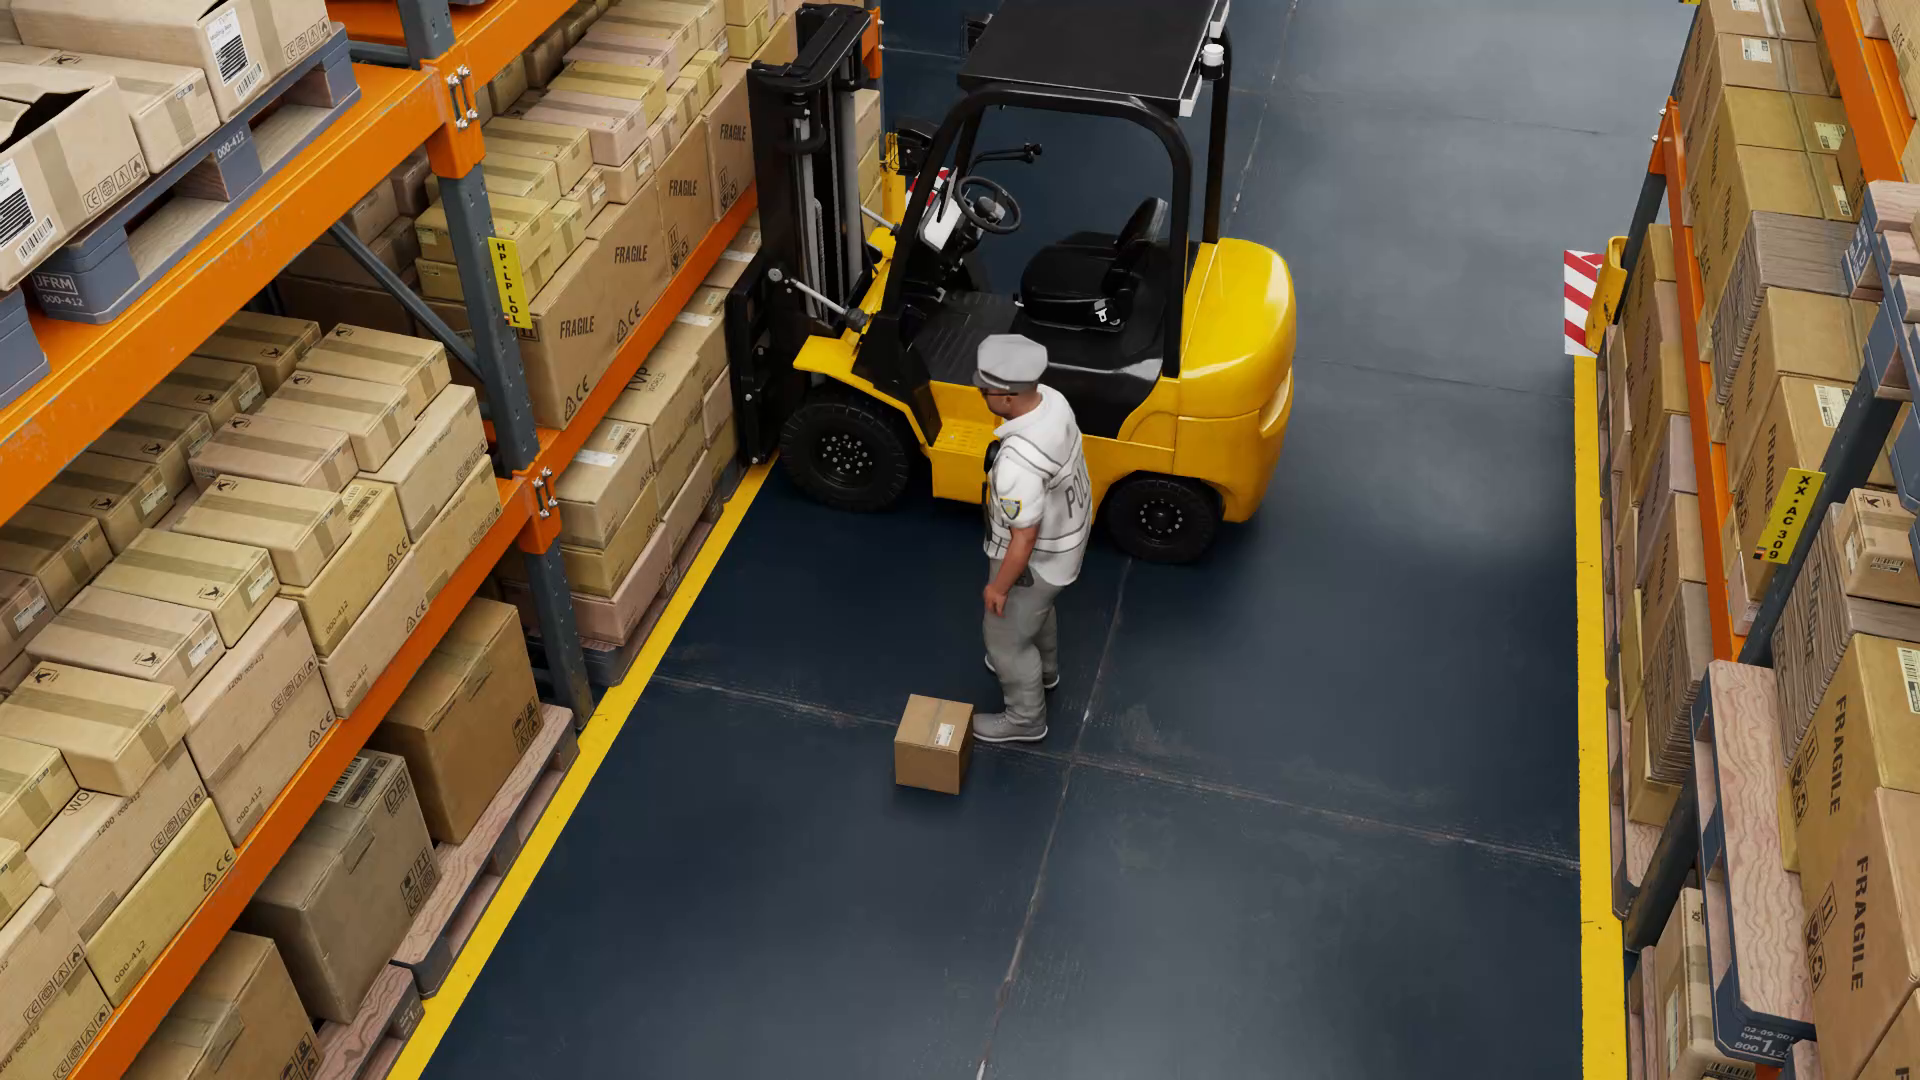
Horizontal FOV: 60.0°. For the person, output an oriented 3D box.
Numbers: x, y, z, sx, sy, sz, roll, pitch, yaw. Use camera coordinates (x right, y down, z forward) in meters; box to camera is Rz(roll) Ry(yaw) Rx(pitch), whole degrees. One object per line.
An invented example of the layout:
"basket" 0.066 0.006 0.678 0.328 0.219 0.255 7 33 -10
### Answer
"person" 0.254 0.025 6.122 0.434 1.749 0.585 10 42 11
